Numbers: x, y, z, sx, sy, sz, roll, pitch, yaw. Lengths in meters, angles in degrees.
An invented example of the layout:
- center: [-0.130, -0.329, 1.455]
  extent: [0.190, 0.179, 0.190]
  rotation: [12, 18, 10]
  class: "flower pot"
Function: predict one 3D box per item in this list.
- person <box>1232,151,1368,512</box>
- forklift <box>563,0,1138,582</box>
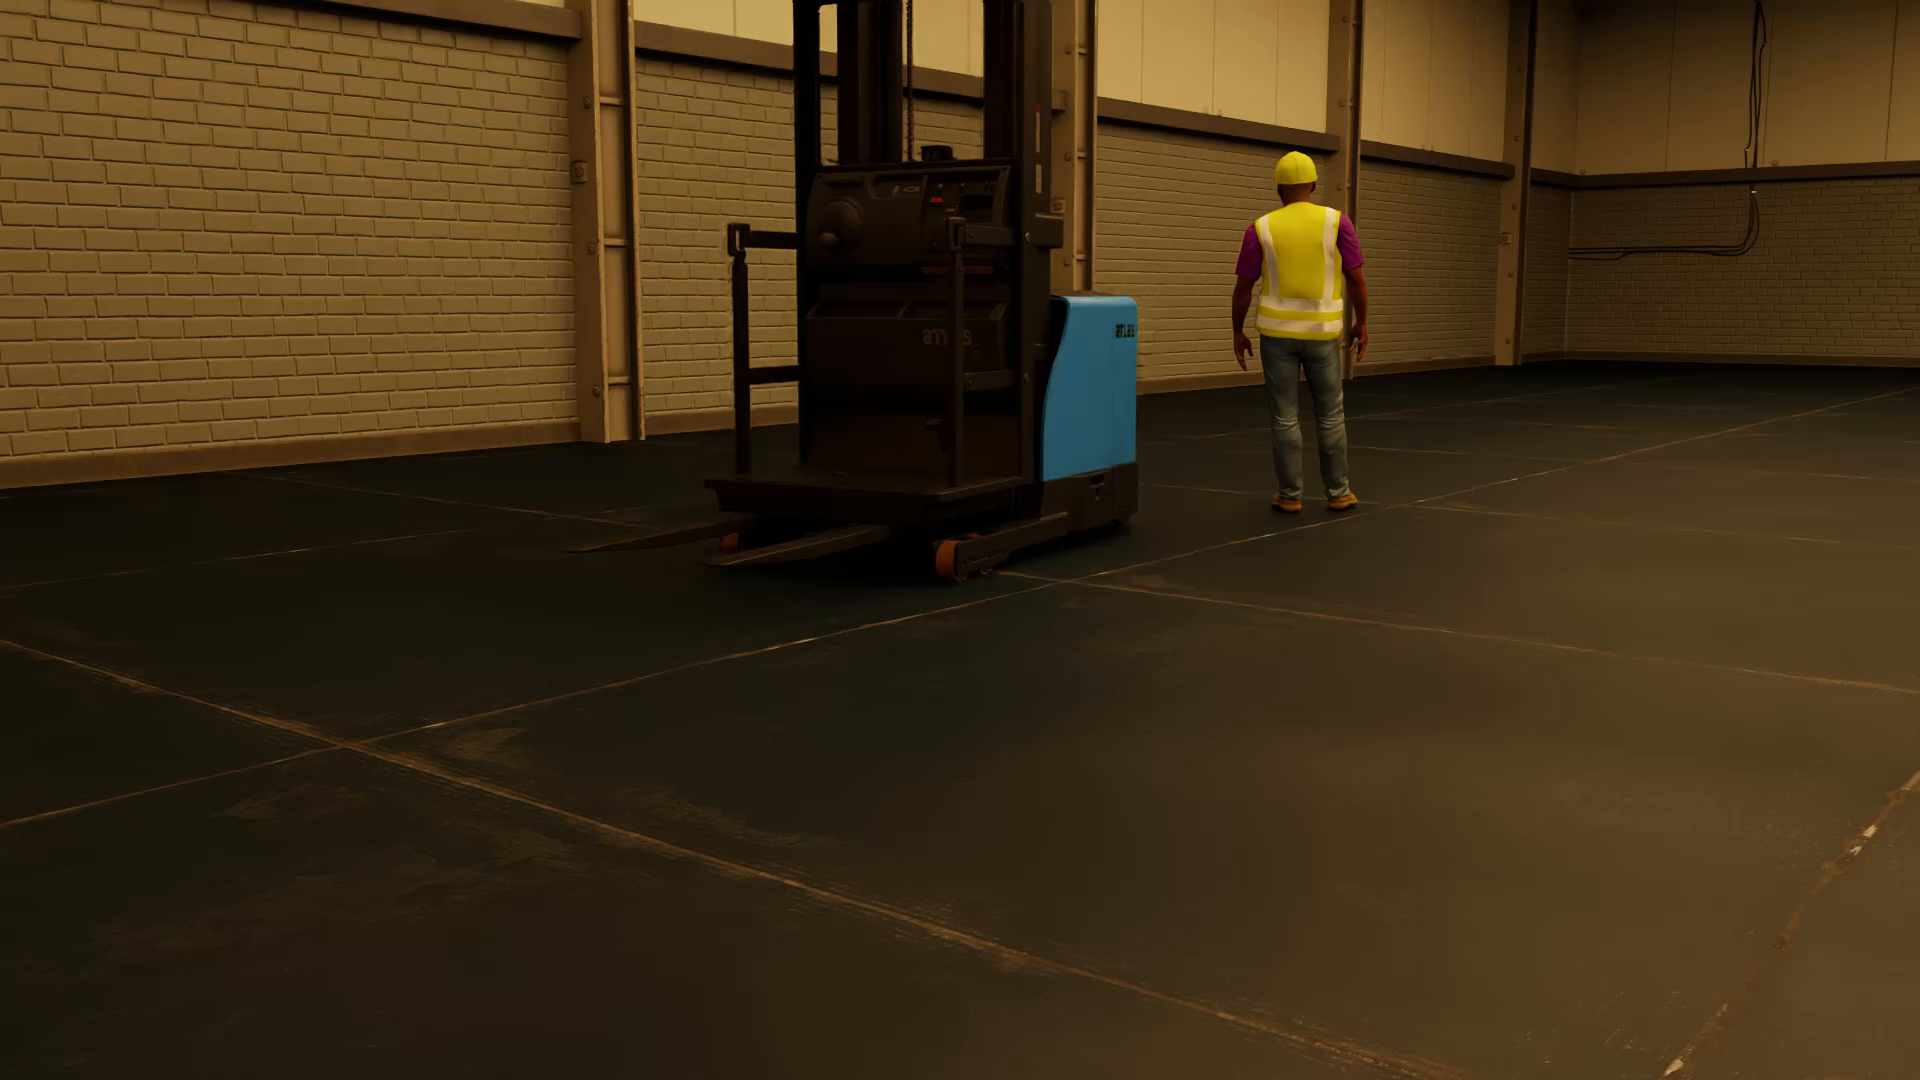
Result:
- center: [1.696, -1.034, 8.318]
  extent: [0.667, 1.766, 0.575]
  rotation: [1, 8, 10]
  class: "person"
- center: [-0.321, -1.363, 6.597]
  extent: [1.130, 2.935, 3.031]
  rotation: [5, 9, 29]
  class: "forklift"
